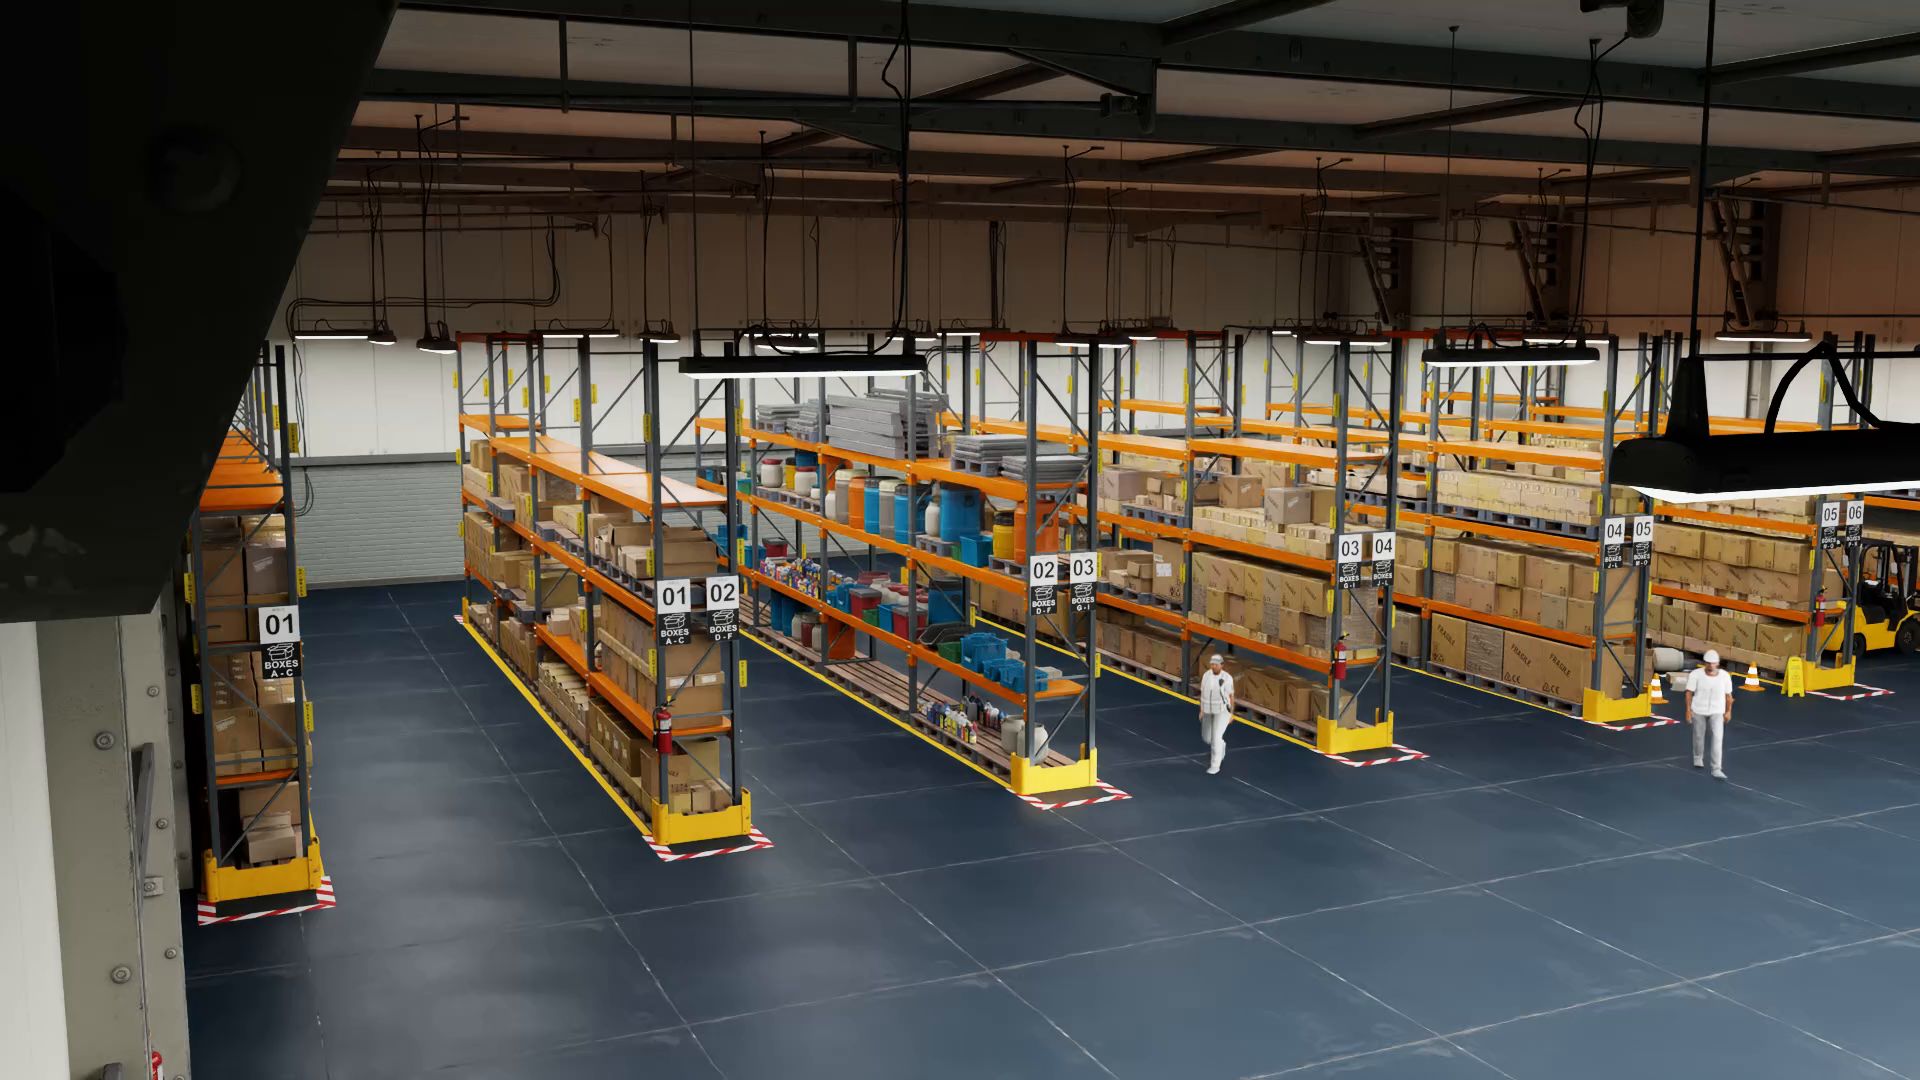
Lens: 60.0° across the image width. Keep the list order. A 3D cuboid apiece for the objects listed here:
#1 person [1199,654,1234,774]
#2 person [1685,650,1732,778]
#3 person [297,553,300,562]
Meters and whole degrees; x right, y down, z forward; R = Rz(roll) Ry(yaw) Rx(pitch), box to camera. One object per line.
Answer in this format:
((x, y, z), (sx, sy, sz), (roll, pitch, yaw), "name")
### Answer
((3.602, 2.382, 23.247), (0.480, 1.617, 0.860), (5, 9, 35), "person")
((10.338, 2.372, 22.972), (0.600, 1.703, 1.030), (3, 8, 23), "person")
((-14.362, 0.682, 35.686), (0.393, 1.690, 0.504), (-3, 8, -24), "person")
